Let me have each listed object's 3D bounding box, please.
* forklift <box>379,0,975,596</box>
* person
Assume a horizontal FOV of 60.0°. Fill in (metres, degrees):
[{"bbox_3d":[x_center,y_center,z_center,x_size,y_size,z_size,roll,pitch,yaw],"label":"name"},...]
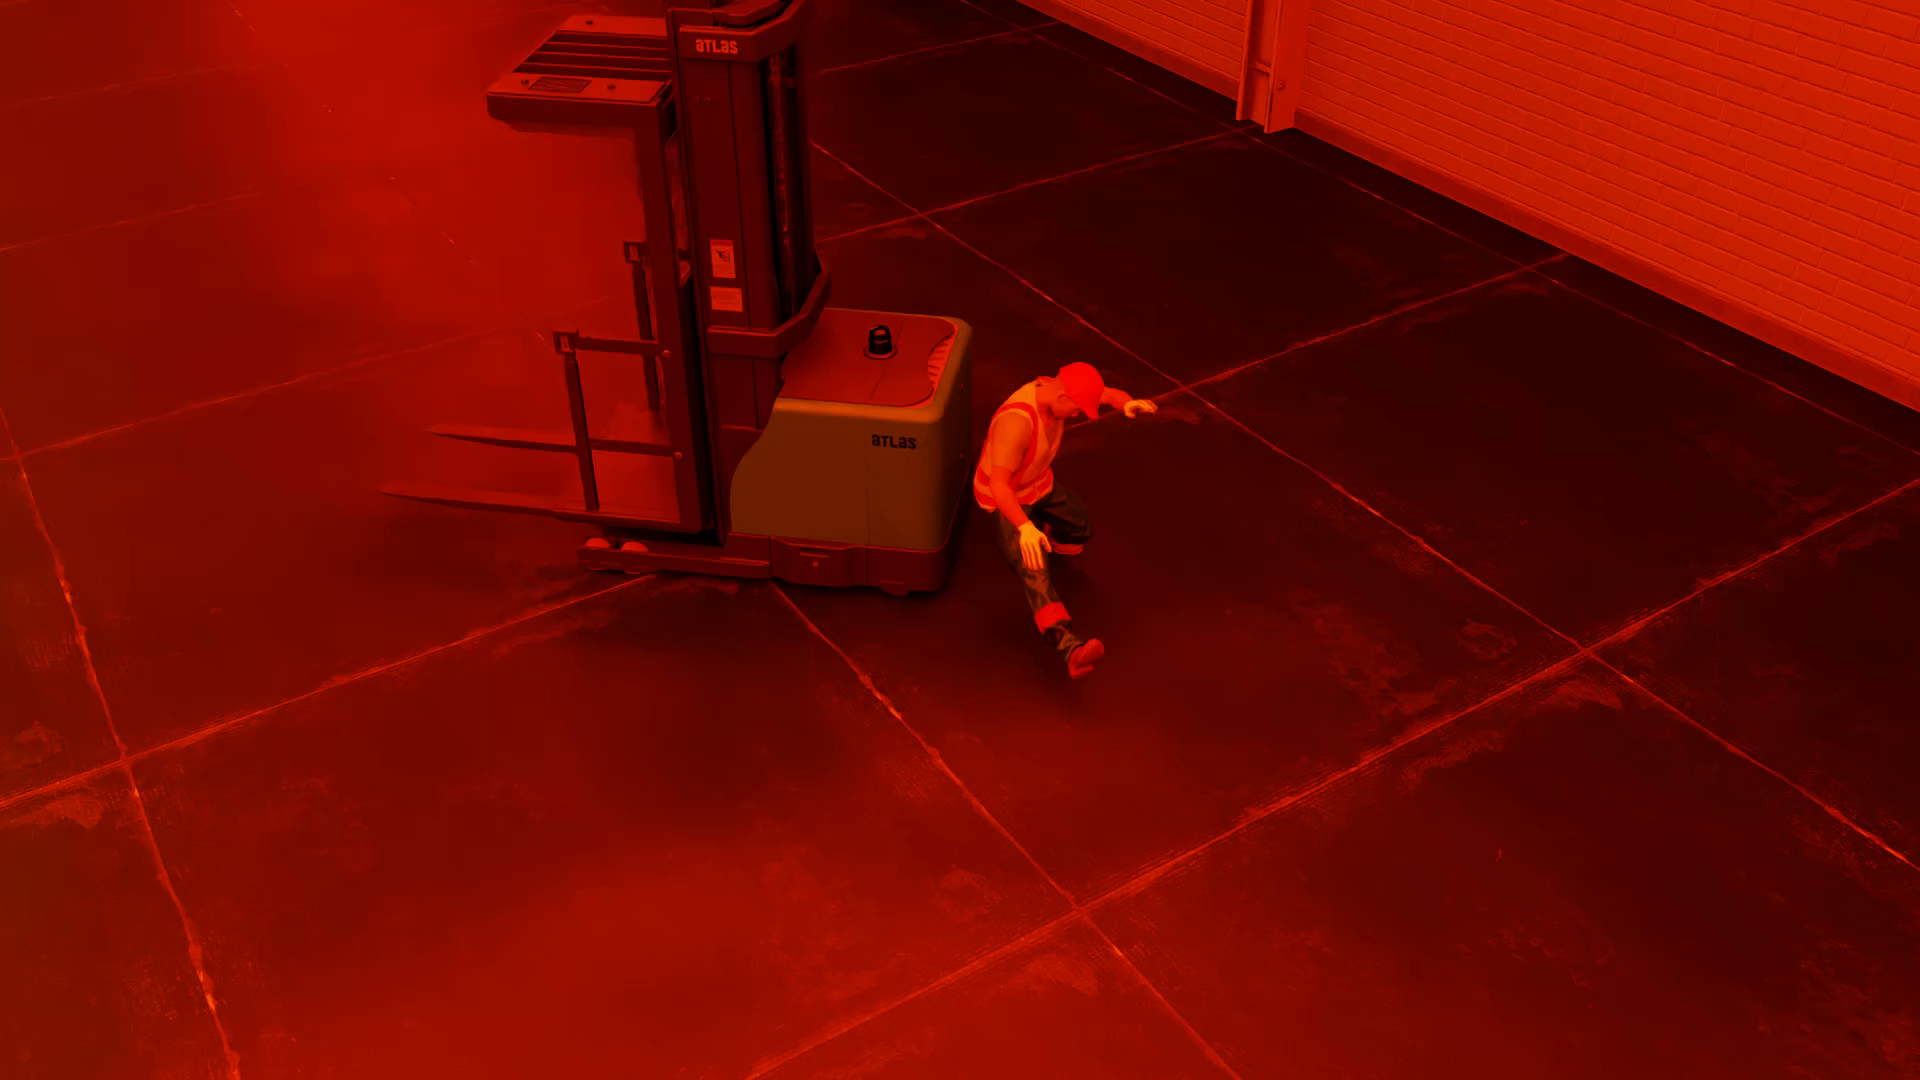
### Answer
[{"bbox_3d":[-1.487,-1.317,8.022,3.031,2.935,1.130,6,35,8],"label":"forklift"},{"bbox_3d":[0.506,-0.175,7.762,1.130,1.389,1.059,28,43,33],"label":"person"}]
